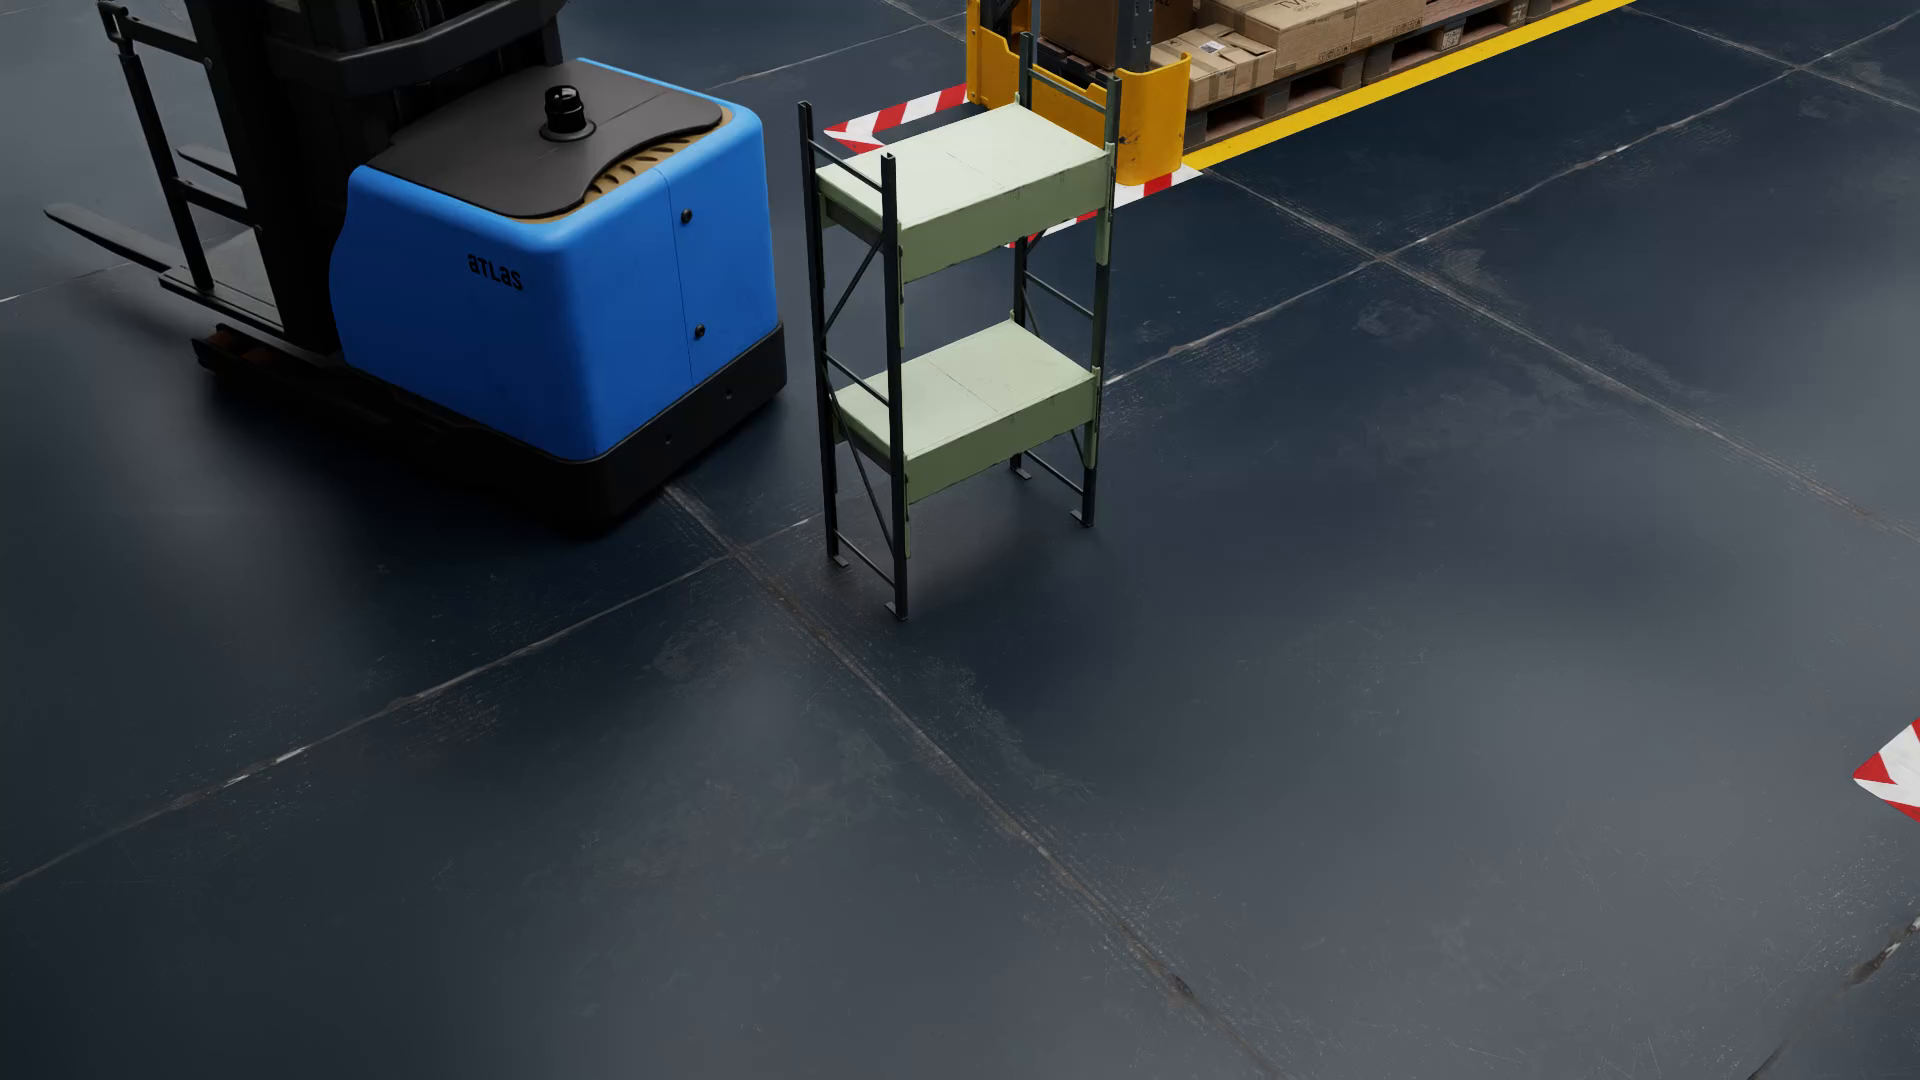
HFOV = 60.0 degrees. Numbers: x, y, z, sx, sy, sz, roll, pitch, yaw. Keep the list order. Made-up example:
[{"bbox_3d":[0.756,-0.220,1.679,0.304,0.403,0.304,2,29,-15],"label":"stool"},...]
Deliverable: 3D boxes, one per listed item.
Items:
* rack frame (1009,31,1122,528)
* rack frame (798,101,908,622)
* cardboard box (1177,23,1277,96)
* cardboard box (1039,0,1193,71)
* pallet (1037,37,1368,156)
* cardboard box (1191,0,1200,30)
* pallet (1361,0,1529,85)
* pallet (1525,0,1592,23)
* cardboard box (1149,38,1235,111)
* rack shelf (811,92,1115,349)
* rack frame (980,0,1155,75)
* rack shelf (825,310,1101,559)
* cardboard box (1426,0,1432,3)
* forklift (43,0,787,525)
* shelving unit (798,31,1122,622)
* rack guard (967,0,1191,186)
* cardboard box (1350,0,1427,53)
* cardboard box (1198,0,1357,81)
[{"bbox_3d":[0.295,-0.724,4.950,0.023,1.500,0.400,-26,46,-28],"label":"rack frame"},{"bbox_3d":[-0.285,-0.441,4.605,0.023,1.500,0.400,-26,46,-28],"label":"rack frame"},{"bbox_3d":[1.176,-2.142,7.383,0.250,0.166,0.380,-26,46,-28],"label":"cardboard box"},{"bbox_3d":[0.717,-2.519,7.580,0.500,0.500,0.500,-26,46,-28],"label":"cardboard box"},{"bbox_3d":[1.128,-2.241,7.816,1.213,0.211,1.003,-26,46,-28],"label":"pallet"},{"bbox_3d":[1.093,-2.502,7.822,0.250,0.166,0.380,-26,46,-28],"label":"cardboard box"},{"bbox_3d":[2.094,-2.710,8.388,1.213,0.211,1.003,-26,46,-28],"label":"pallet"},{"bbox_3d":[3.062,-3.185,8.966,1.213,0.211,1.003,-26,46,-28],"label":"pallet"},{"bbox_3d":[0.977,-2.039,7.271,0.250,0.149,0.380,-26,46,-28],"label":"cardboard box"},{"bbox_3d":[0.005,-0.884,4.530,0.720,0.370,0.431,-26,46,-28],"label":"rack shelf"},{"bbox_3d":[0.436,-2.982,6.520,0.127,3.000,1.000,-26,46,-28],"label":"rack frame"},{"bbox_3d":[0.005,-0.330,4.984,0.720,0.370,0.431,-26,46,-28],"label":"rack shelf"},{"bbox_3d":[2.121,-3.004,8.168,0.637,0.503,0.797,-26,46,-28],"label":"cardboard box"},{"bbox_3d":[-2.118,-1.901,5.257,3.031,2.935,1.130,22,44,25],"label":"forklift"},{"bbox_3d":[0.005,-0.582,4.777,0.755,1.500,0.431,-26,46,-28],"label":"shelving unit"},{"bbox_3d":[0.496,-2.045,7.348,0.348,0.500,1.175,-26,46,-28],"label":"rack guard"},{"bbox_3d":[1.833,-2.543,7.806,0.500,0.250,0.500,-26,46,-28],"label":"cardboard box"},{"bbox_3d":[1.436,-2.349,7.570,0.500,0.250,0.500,-26,46,-28],"label":"cardboard box"}]
